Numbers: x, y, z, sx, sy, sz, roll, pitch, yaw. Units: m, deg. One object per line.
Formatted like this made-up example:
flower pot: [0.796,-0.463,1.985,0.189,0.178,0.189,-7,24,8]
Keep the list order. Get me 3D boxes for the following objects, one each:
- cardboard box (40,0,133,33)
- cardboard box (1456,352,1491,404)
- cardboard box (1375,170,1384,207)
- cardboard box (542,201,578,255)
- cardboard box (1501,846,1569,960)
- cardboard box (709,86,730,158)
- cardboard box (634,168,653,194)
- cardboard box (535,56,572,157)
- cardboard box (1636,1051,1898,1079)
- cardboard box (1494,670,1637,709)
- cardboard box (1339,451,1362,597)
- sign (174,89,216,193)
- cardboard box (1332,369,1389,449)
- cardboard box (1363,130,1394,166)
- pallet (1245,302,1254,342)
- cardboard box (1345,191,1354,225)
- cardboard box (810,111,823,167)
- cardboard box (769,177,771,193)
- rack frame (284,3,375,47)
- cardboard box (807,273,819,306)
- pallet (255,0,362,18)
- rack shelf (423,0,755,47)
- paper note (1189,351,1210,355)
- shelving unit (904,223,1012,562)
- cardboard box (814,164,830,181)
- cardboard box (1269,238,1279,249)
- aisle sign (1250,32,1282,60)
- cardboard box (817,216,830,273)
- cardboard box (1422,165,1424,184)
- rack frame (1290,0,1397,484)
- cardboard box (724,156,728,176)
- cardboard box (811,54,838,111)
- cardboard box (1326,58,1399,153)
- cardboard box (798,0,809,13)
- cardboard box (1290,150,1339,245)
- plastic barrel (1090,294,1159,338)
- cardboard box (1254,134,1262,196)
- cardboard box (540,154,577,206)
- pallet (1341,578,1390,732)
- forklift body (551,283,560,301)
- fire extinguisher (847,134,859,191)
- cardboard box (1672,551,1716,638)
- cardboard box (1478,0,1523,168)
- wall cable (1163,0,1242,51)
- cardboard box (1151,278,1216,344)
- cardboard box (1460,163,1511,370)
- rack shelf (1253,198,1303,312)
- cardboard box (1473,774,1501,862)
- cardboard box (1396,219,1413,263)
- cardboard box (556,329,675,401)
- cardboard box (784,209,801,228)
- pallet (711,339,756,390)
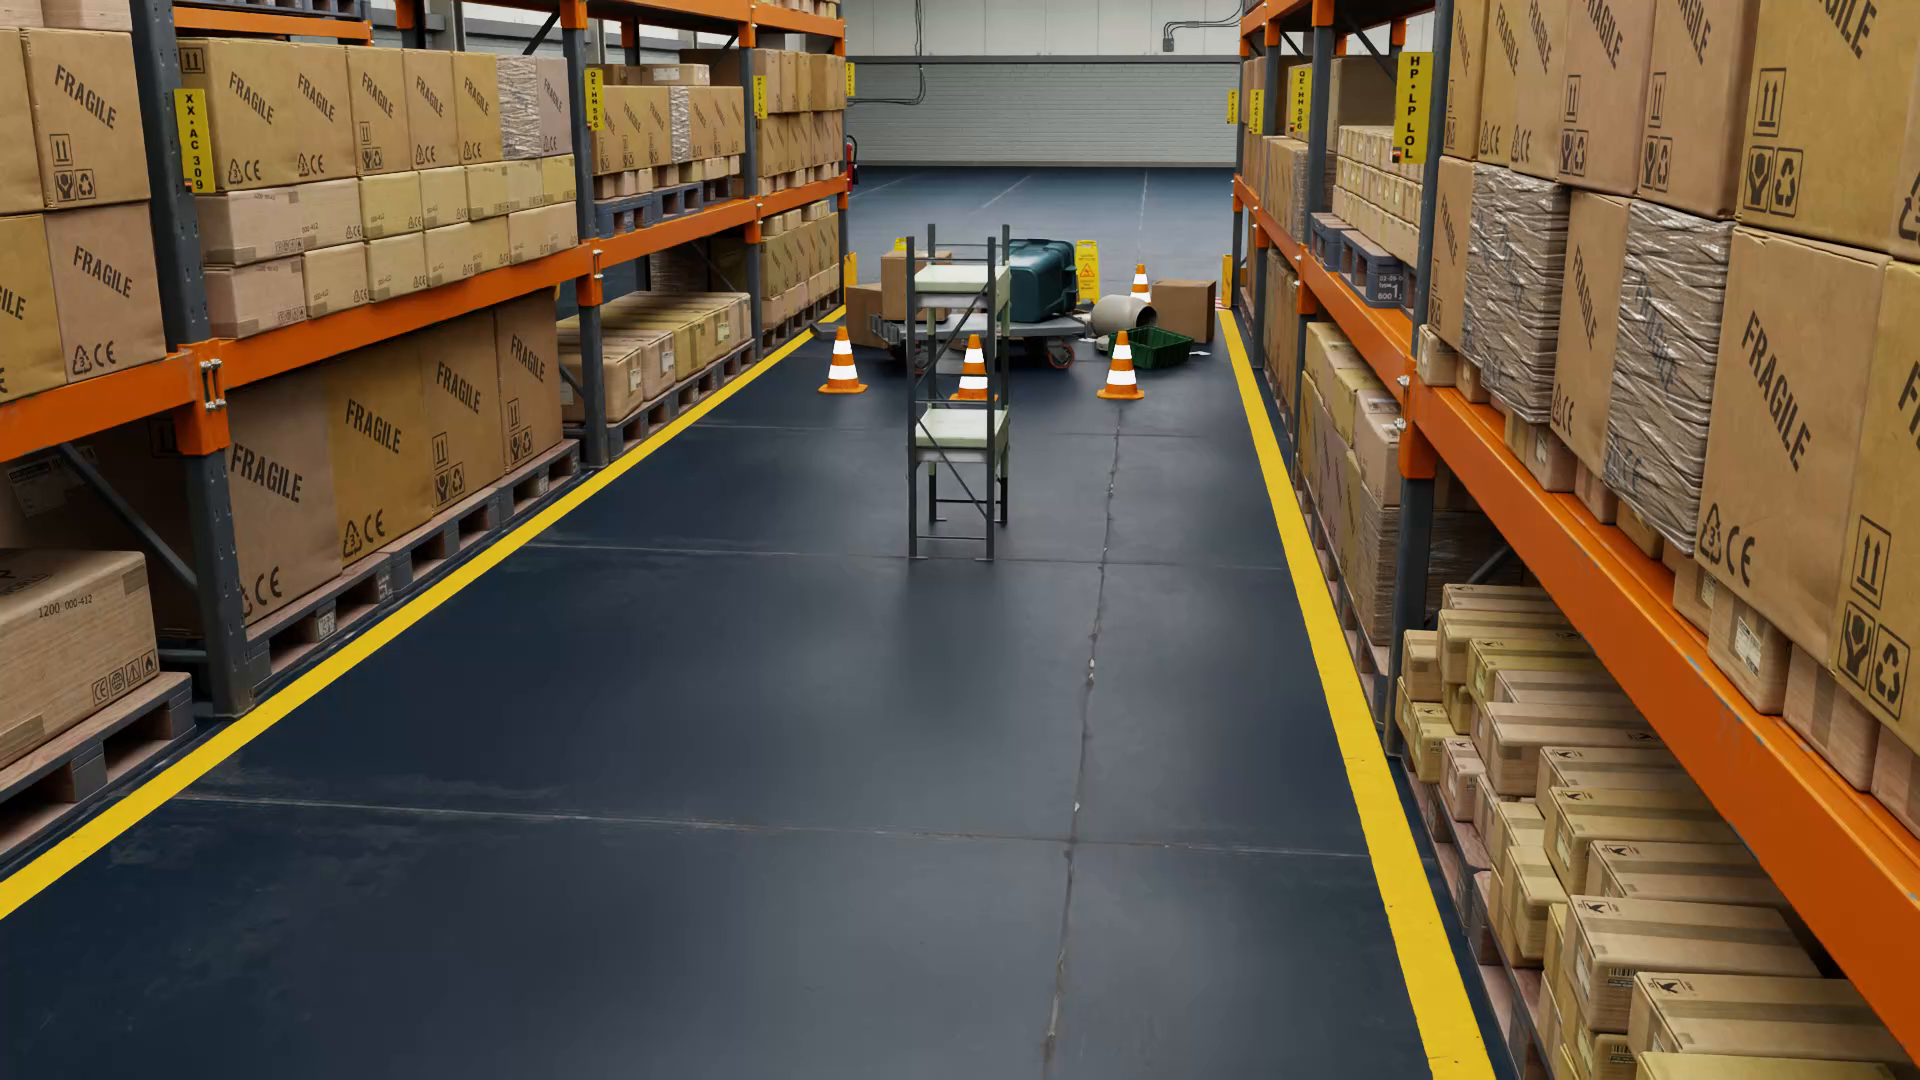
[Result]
cardboard box: [-2.735,-1.599,4.981,0.380,0.149,0.250,1,15,5]
cardboard box: [1.601,-0.471,4.638,0.380,0.149,0.250,2,15,8]
cardboard box: [1.940,-1.464,6.936,0.380,0.149,0.250,2,15,8]
cardboard box: [-2.365,-1.671,8.882,0.500,0.250,0.500,1,15,4]
cardboard box: [1.391,0.789,3.584,0.380,0.149,0.250,2,15,7]
cardboard box: [-1.993,-3.059,12.162,0.500,0.500,0.500,2,15,7]
cardboard box: [-2.151,-2.255,10.432,0.380,0.149,0.250,2,15,7]
cardboard box: [-2.364,-2.271,8.708,0.500,0.500,0.500,1,15,5]
cardboard box: [1.258,0.920,2.532,0.380,0.149,0.250,1,15,5]
cardboard box: [1.592,0.450,4.270,0.380,0.149,0.250,1,15,5]
cardboard box: [1.804,-0.054,6.598,0.500,0.500,0.500,1,15,5]
sign: [-2.465,-1.285,5.357,0.100,0.325,0.005,2,15,6]
cardboard box: [1.863,-0.554,7.013,0.500,0.250,0.500,1,15,4]
cardboard box: [2.001,-1.745,7.405,0.380,0.149,0.250,2,15,9]
pallet: [3.114,-1.966,15.029,1.003,0.211,1.213,2,15,6]
cardboard box: [2.053,-1.594,7.988,0.380,0.149,0.250,2,15,9]
cardboard box: [-1.571,-3.741,15.487,0.500,0.500,0.500,2,15,6]
cardboard box: [-1.783,-2.938,13.760,0.380,0.149,0.250,2,15,8]
rack frame: [-6.595,-4.102,17.586,1.000,3.000,0.127,2,15,6]
cardboard box: [-1.606,-2.345,15.550,0.500,0.250,0.500,1,15,4]
pallet: [-6.701,-5.325,16.531,1.003,0.211,1.213,2,15,6]
rack shelf: [-2.340,-3.502,10.997,1.077,0.370,4.000,2,15,6]
paper note: [1.992,-1.568,13.901,0.147,0.020,0.142,-10,18,-32]
shelving unit: [0.001,-0.726,7.973,0.431,1.500,0.755,2,15,6]
cardboard box: [-1.460,-3.530,15.951,0.380,0.149,0.250,2,15,7]
cardboard box: [2.956,-2.138,13.588,0.875,0.875,0.875,2,15,7]
aisle sign: [2.977,-5.120,16.368,0.394,0.787,0.004,2,15,6]
cardboard box: [-1.550,-2.843,15.958,0.500,0.500,0.500,2,15,8]
cardboard box: [1.794,-1.273,5.661,0.380,0.149,0.250,1,15,5]
rack frame: [2.364,-1.763,8.934,1.000,3.000,0.127,2,15,6]
cardboard box: [-1.945,-2.792,12.416,0.380,0.149,0.250,1,15,5]
cardboard box: [-1.523,-4.226,15.368,0.700,0.500,0.500,2,15,6]
cardboard box: [2.425,-2.410,9.220,0.700,0.500,0.500,2,15,6]
cardboard box: [-1.554,-4.783,14.840,0.380,0.149,0.250,2,15,6]
cardboard box: [2.148,-1.936,9.382,0.500,0.500,0.500,2,15,6]
plastic barrel: [1.420,-1.896,14.362,0.421,0.421,0.512,-14,20,-42]
cardboard box: [2.885,-3.112,13.636,0.875,0.550,0.550,2,15,6]
cardboard box: [-2.368,-1.918,8.838,0.500,0.250,0.500,2,15,6]
pallet: [1.999,0.419,6.208,1.003,0.211,1.213,2,15,6]
forklift body: [-4.996,-3.147,15.680,2.313,2.155,1.214,2,15,6]
fire extinguisher: [-1.192,-3.936,17.119,0.296,0.674,0.183,2,15,6]
cardboard box: [1.361,0.078,2.610,0.380,0.149,0.250,1,15,4]
cardboard box: [1.577,-1.155,4.010,0.500,0.500,0.500,1,15,5]
wall cable: [6.893,-16.708,46.197,2.305,6.003,0.169,2,15,6]
cardboard box: [1.971,-2.027,14.697,0.500,0.500,0.500,4,16,16]
cardboard box: [1.558,-0.667,4.122,0.500,0.500,0.500,2,15,6]
rack shelf: [2.590,-1.934,10.946,1.077,0.370,4.000,2,15,6]
cardboard box: [1.567,0.736,4.352,0.380,0.149,0.250,1,15,5]
cardboard box: [1.848,-1.112,6.206,0.380,0.149,0.250,1,15,3]
cardboard box: [-2.417,-1.154,10.914,0.950,0.372,0.625,1,15,5]
cardboard box: [-1.622,-2.849,14.736,0.380,0.149,0.250,3,15,9]
pallet: [-2.201,-1.371,12.830,1.003,0.211,1.213,2,15,6]
